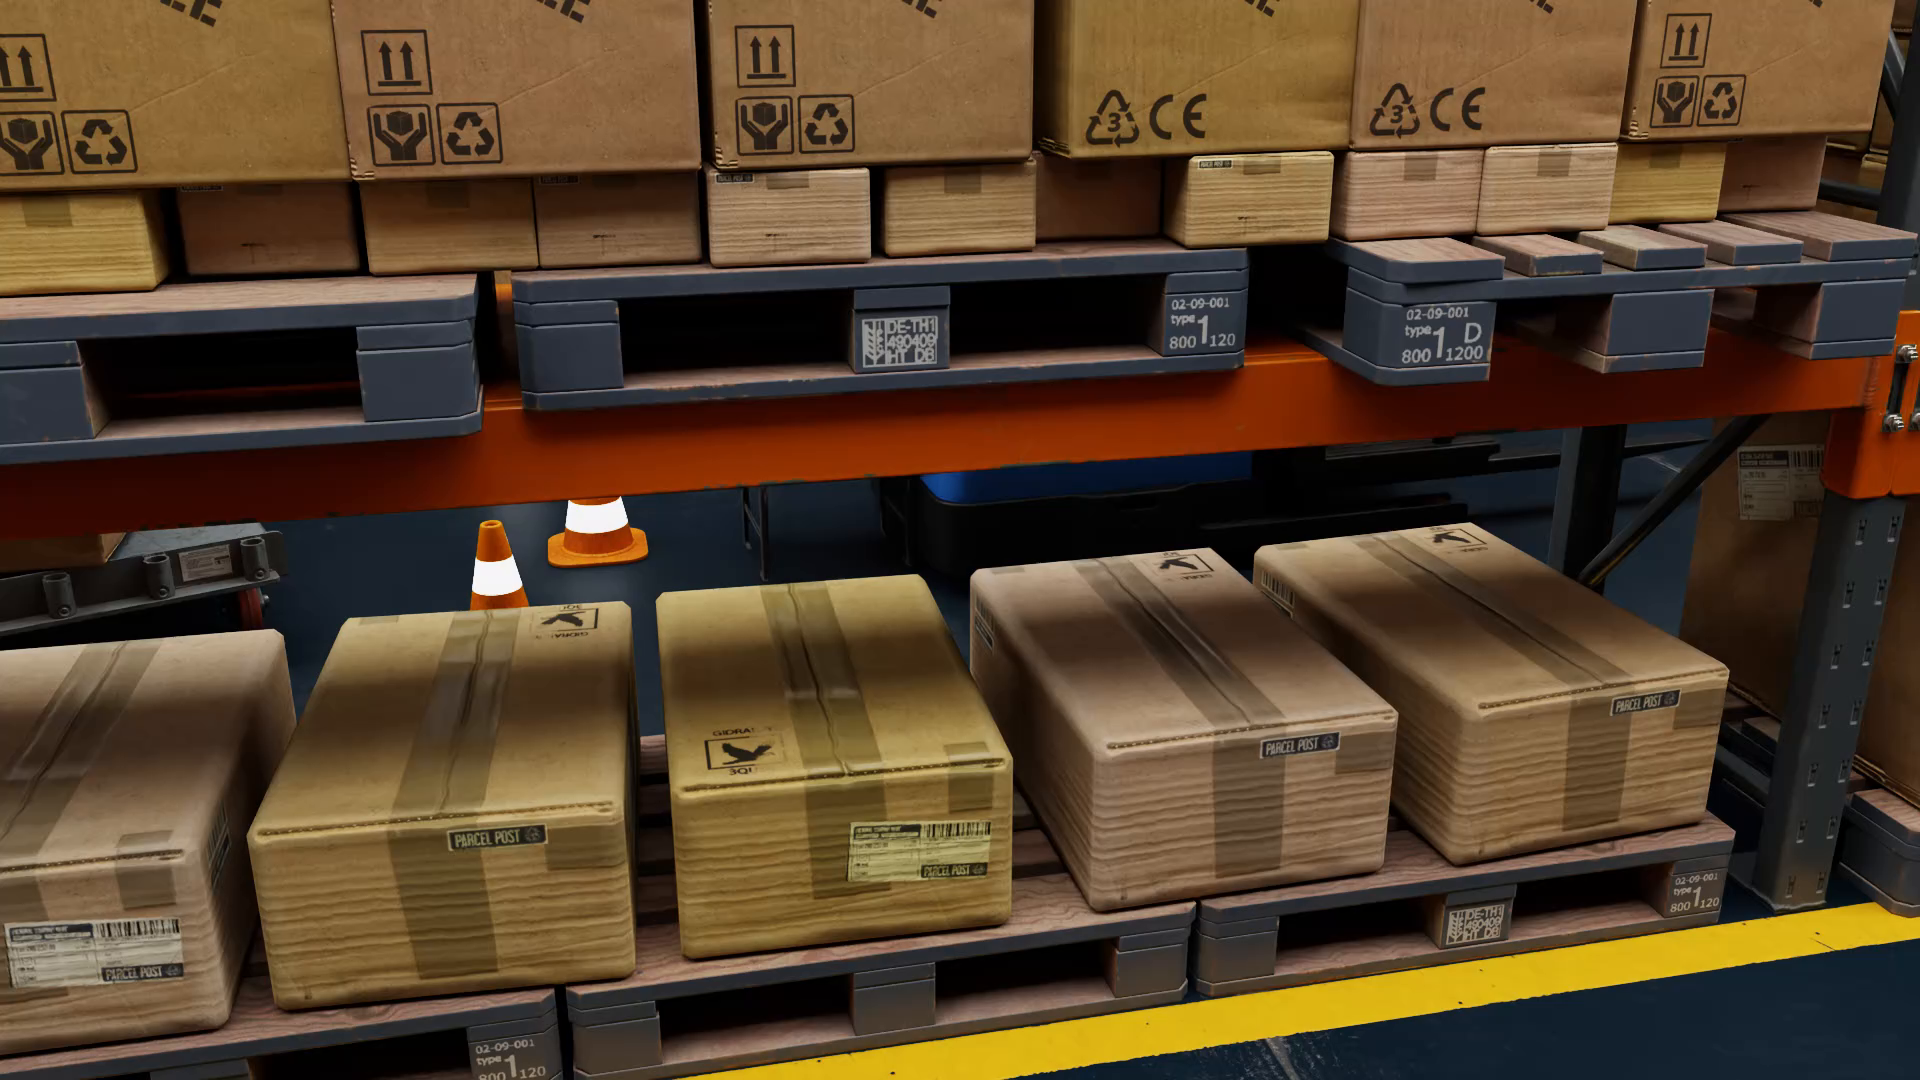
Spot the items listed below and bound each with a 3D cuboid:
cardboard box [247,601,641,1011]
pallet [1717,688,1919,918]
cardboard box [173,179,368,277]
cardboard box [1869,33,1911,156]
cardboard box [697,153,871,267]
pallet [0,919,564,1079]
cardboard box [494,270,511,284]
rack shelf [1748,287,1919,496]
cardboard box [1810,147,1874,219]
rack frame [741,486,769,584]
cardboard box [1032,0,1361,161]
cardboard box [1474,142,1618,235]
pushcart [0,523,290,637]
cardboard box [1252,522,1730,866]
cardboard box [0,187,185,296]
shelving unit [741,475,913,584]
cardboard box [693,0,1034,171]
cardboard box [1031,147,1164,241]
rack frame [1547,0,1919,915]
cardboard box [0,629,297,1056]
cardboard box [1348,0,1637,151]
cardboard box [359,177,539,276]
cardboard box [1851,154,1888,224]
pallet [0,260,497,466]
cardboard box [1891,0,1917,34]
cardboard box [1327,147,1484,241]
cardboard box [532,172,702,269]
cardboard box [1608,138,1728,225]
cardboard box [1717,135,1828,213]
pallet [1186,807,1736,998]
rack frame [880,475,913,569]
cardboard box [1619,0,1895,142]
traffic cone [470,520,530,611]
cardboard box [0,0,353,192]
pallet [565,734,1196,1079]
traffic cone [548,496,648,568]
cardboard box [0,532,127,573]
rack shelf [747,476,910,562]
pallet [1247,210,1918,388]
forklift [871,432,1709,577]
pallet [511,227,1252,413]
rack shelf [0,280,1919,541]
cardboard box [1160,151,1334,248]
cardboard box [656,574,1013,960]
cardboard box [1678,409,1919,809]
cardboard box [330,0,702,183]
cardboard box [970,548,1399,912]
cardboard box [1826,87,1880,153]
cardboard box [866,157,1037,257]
[{"bbox_3d":[-0.975,0.484,3.341,0.625,0.372,0.950,-3,20,-9],"label":"cardboard box"},{"bbox_3d":[2.494,0.504,4.133,1.213,0.211,1.003,-5,21,-12],"label":"pallet"},{"bbox_3d":[-1.070,-0.534,2.666,0.250,0.149,0.380,-3,20,-9],"label":"cardboard box"},{"bbox_3d":[2.259,-0.890,3.375,0.500,0.250,0.500,-5,21,-13],"label":"cardboard box"},{"bbox_3d":[-0.298,-0.563,2.745,0.250,0.149,0.380,-4,20,-10],"label":"cardboard box"},{"bbox_3d":[-1.426,0.795,3.336,1.213,0.211,1.003,-5,21,-12],"label":"pallet"},{"bbox_3d":[-1.898,-1.396,7.925,0.750,0.750,1.050,-5,21,-12],"label":"cardboard box"},{"bbox_3d":[3.656,-0.589,4.107,4.000,0.370,1.077,-5,21,-12],"label":"rack shelf"},{"bbox_3d":[2.142,-0.825,3.924,0.500,0.250,0.500,-5,21,-14],"label":"cardboard box"},{"bbox_3d":[-0.688,-0.909,5.243,0.015,2.100,0.400,-6,21,-16],"label":"rack frame"},{"bbox_3d":[0.339,-0.938,2.827,0.500,0.500,0.500,-6,21,-16],"label":"cardboard box"},{"bbox_3d":[0.965,-0.663,3.017,0.250,0.149,0.380,-5,21,-13],"label":"cardboard box"},{"bbox_3d":[-2.757,0.020,5.211,0.936,0.377,1.648,-13,24,-31],"label":"pushcart"},{"bbox_3d":[1.157,0.310,3.818,0.625,0.372,0.950,-6,21,-16],"label":"cardboard box"},{"bbox_3d":[-1.328,-0.486,2.535,0.250,0.149,0.380,-4,21,-11],"label":"cardboard box"},{"bbox_3d":[-0.454,-0.933,5.309,0.503,2.100,0.431,-6,21,-16],"label":"shelving unit"},{"bbox_3d":[-0.192,-0.895,2.710,0.500,0.500,0.500,-6,21,-15],"label":"cardboard box"},{"bbox_3d":[0.180,-0.641,2.959,0.250,0.149,0.380,-4,21,-12],"label":"cardboard box"},{"bbox_3d":[1.709,-0.768,3.551,0.127,3.000,1.000,-5,21,-12],"label":"rack frame"},{"bbox_3d":[-1.674,0.543,3.183,0.625,0.372,0.950,-4,21,-12],"label":"cardboard box"},{"bbox_3d":[0.830,-0.979,2.937,0.500,0.500,0.500,-5,21,-13],"label":"cardboard box"},{"bbox_3d":[-0.810,-0.540,2.683,0.250,0.149,0.380,-4,21,-12],"label":"cardboard box"},{"bbox_3d":[2.243,-0.653,3.453,0.500,0.250,0.500,-5,21,-13],"label":"cardboard box"},{"bbox_3d":[-1.406,-0.374,2.752,1.213,0.211,1.003,-5,21,-12],"label":"pallet"},{"bbox_3d":[2.245,-1.242,3.245,0.500,0.500,0.500,-5,21,-14],"label":"cardboard box"},{"bbox_3d":[0.718,-0.645,2.970,0.250,0.149,0.380,-6,21,-15],"label":"cardboard box"},{"bbox_3d":[-0.569,-0.559,2.735,0.250,0.149,0.380,-4,21,-12],"label":"cardboard box"},{"bbox_3d":[1.200,-0.698,3.113,0.250,0.149,0.380,-4,21,-12],"label":"cardboard box"},{"bbox_3d":[1.444,-0.743,3.237,0.250,0.149,0.380,-4,20,-10],"label":"cardboard box"},{"bbox_3d":[0.948,0.602,3.864,1.213,0.211,1.003,-5,21,-12],"label":"pallet"},{"bbox_3d":[-0.220,-0.957,5.374,0.015,2.100,0.400,-6,21,-16],"label":"rack frame"},{"bbox_3d":[1.331,-1.023,3.059,0.500,0.500,0.500,-5,21,-14],"label":"cardboard box"},{"bbox_3d":[-1.299,0.173,4.671,0.334,0.463,0.336,-5,21,-12],"label":"traffic cone"},{"bbox_3d":[-1.174,-0.817,2.495,0.500,0.500,0.500,-5,21,-12],"label":"cardboard box"},{"bbox_3d":[-0.237,0.698,3.603,1.213,0.211,1.003,-5,21,-12],"label":"pallet"},{"bbox_3d":[-1.247,-0.185,5.647,0.334,0.463,0.336,-5,21,-12],"label":"traffic cone"},{"bbox_3d":[-2.622,-0.227,4.607,0.500,0.500,0.500,-5,21,-12],"label":"cardboard box"},{"bbox_3d":[-0.454,-0.263,5.554,0.480,0.518,0.431,-6,21,-16],"label":"rack shelf"},{"bbox_3d":[1.040,-0.586,3.333,1.003,0.211,1.213,-5,21,-12],"label":"pallet"},{"bbox_3d":[1.246,-1.504,5.660,3.031,2.935,1.130,-6,21,-16],"label":"forklift"},{"bbox_3d":[-0.208,-0.508,3.119,1.213,0.211,1.003,-5,21,-12],"label":"pallet"},{"bbox_3d":[-0.237,-0.272,3.243,4.000,0.370,1.077,-5,21,-12],"label":"rack shelf"},{"bbox_3d":[0.454,-0.619,2.898,0.250,0.149,0.380,-4,21,-12],"label":"cardboard box"},{"bbox_3d":[-0.298,0.429,3.493,0.625,0.372,0.950,-4,20,-11],"label":"cardboard box"},{"bbox_3d":[2.400,0.005,3.918,0.875,0.875,0.875,-5,21,-13],"label":"cardboard box"},{"bbox_3d":[-0.690,-0.851,2.589,0.500,0.500,0.500,-5,21,-13],"label":"cardboard box"},{"bbox_3d":[0.441,0.371,3.651,0.625,0.372,0.950,-5,21,-14],"label":"cardboard box"},{"bbox_3d":[2.122,-1.056,3.828,0.500,0.250,0.500,-5,21,-13],"label":"cardboard box"},{"bbox_3d":[-0.045,-0.594,2.829,0.250,0.149,0.380,-5,21,-14],"label":"cardboard box"}]
